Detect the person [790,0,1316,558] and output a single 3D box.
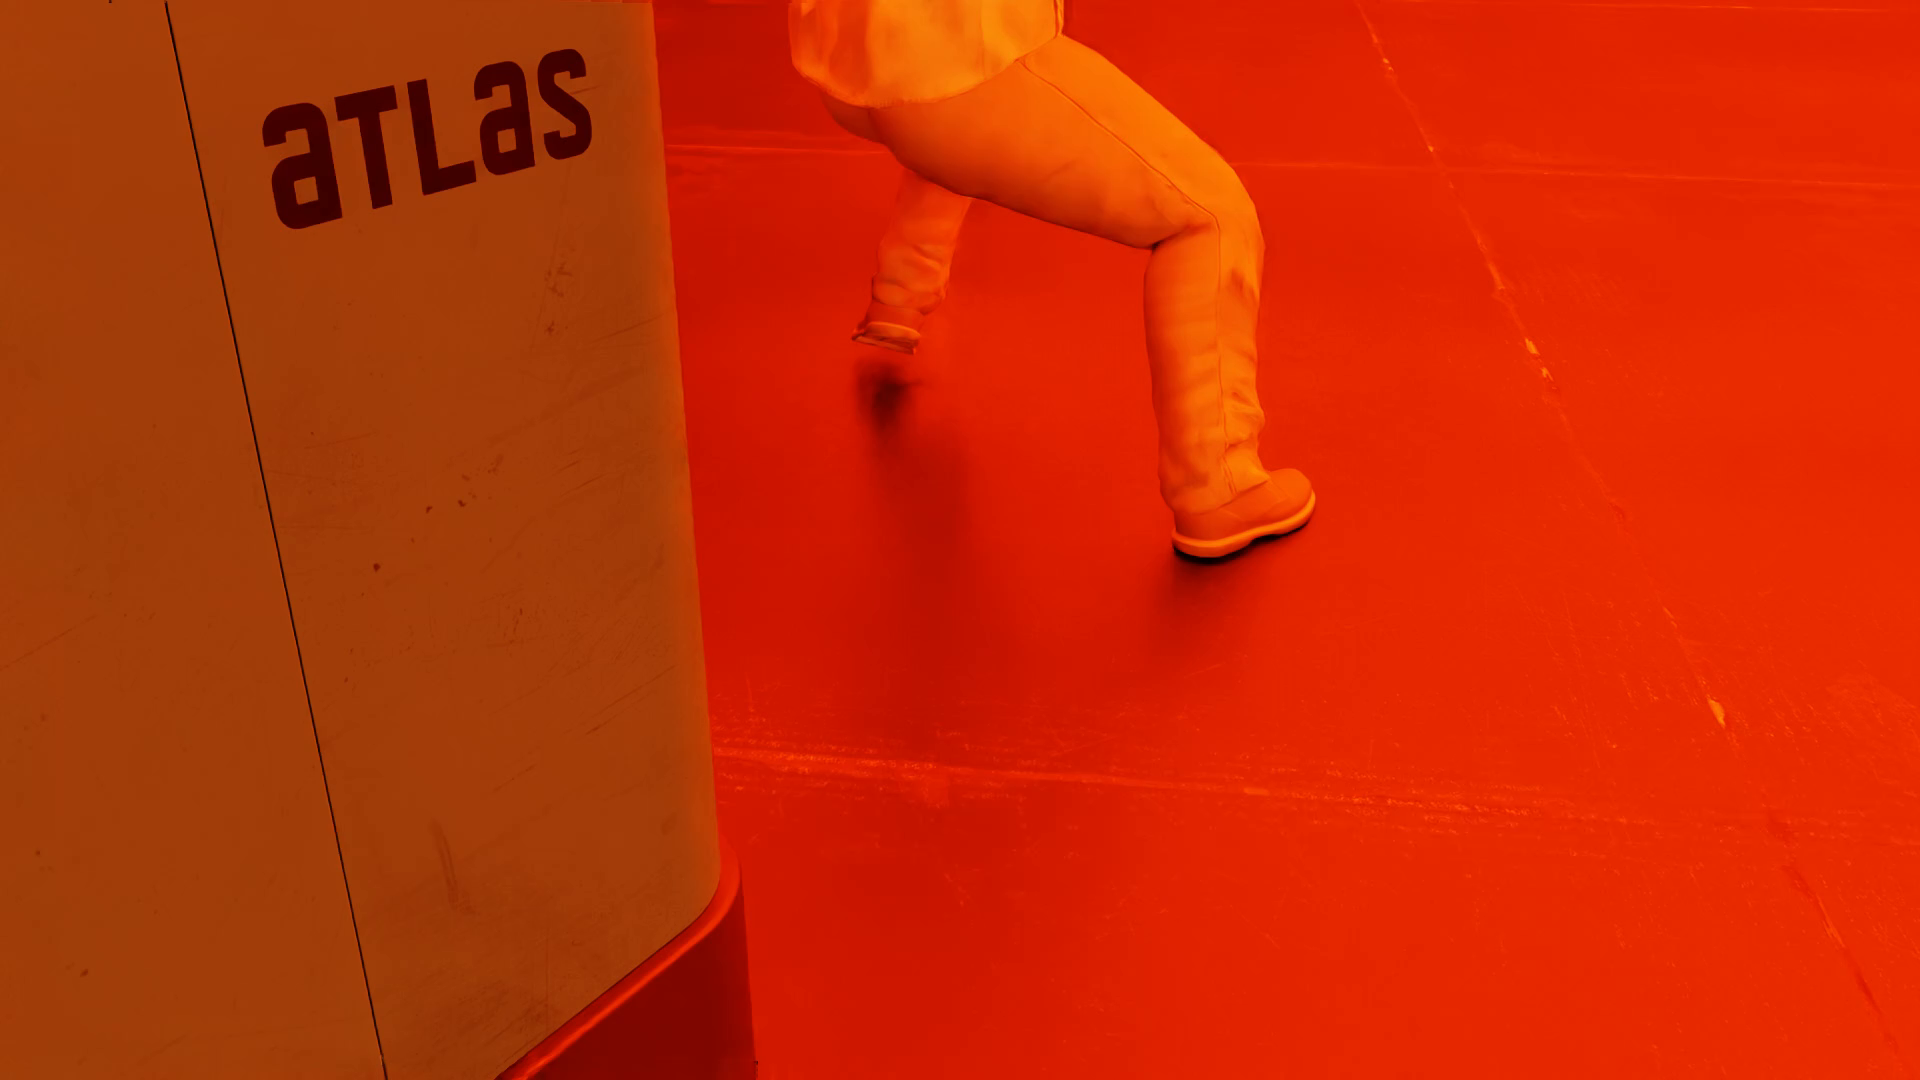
[{"bbox_3d":[0.123,-0.806,2.506,0.729,1.437,1.027,-15,30,-27],"label":"person"}]
